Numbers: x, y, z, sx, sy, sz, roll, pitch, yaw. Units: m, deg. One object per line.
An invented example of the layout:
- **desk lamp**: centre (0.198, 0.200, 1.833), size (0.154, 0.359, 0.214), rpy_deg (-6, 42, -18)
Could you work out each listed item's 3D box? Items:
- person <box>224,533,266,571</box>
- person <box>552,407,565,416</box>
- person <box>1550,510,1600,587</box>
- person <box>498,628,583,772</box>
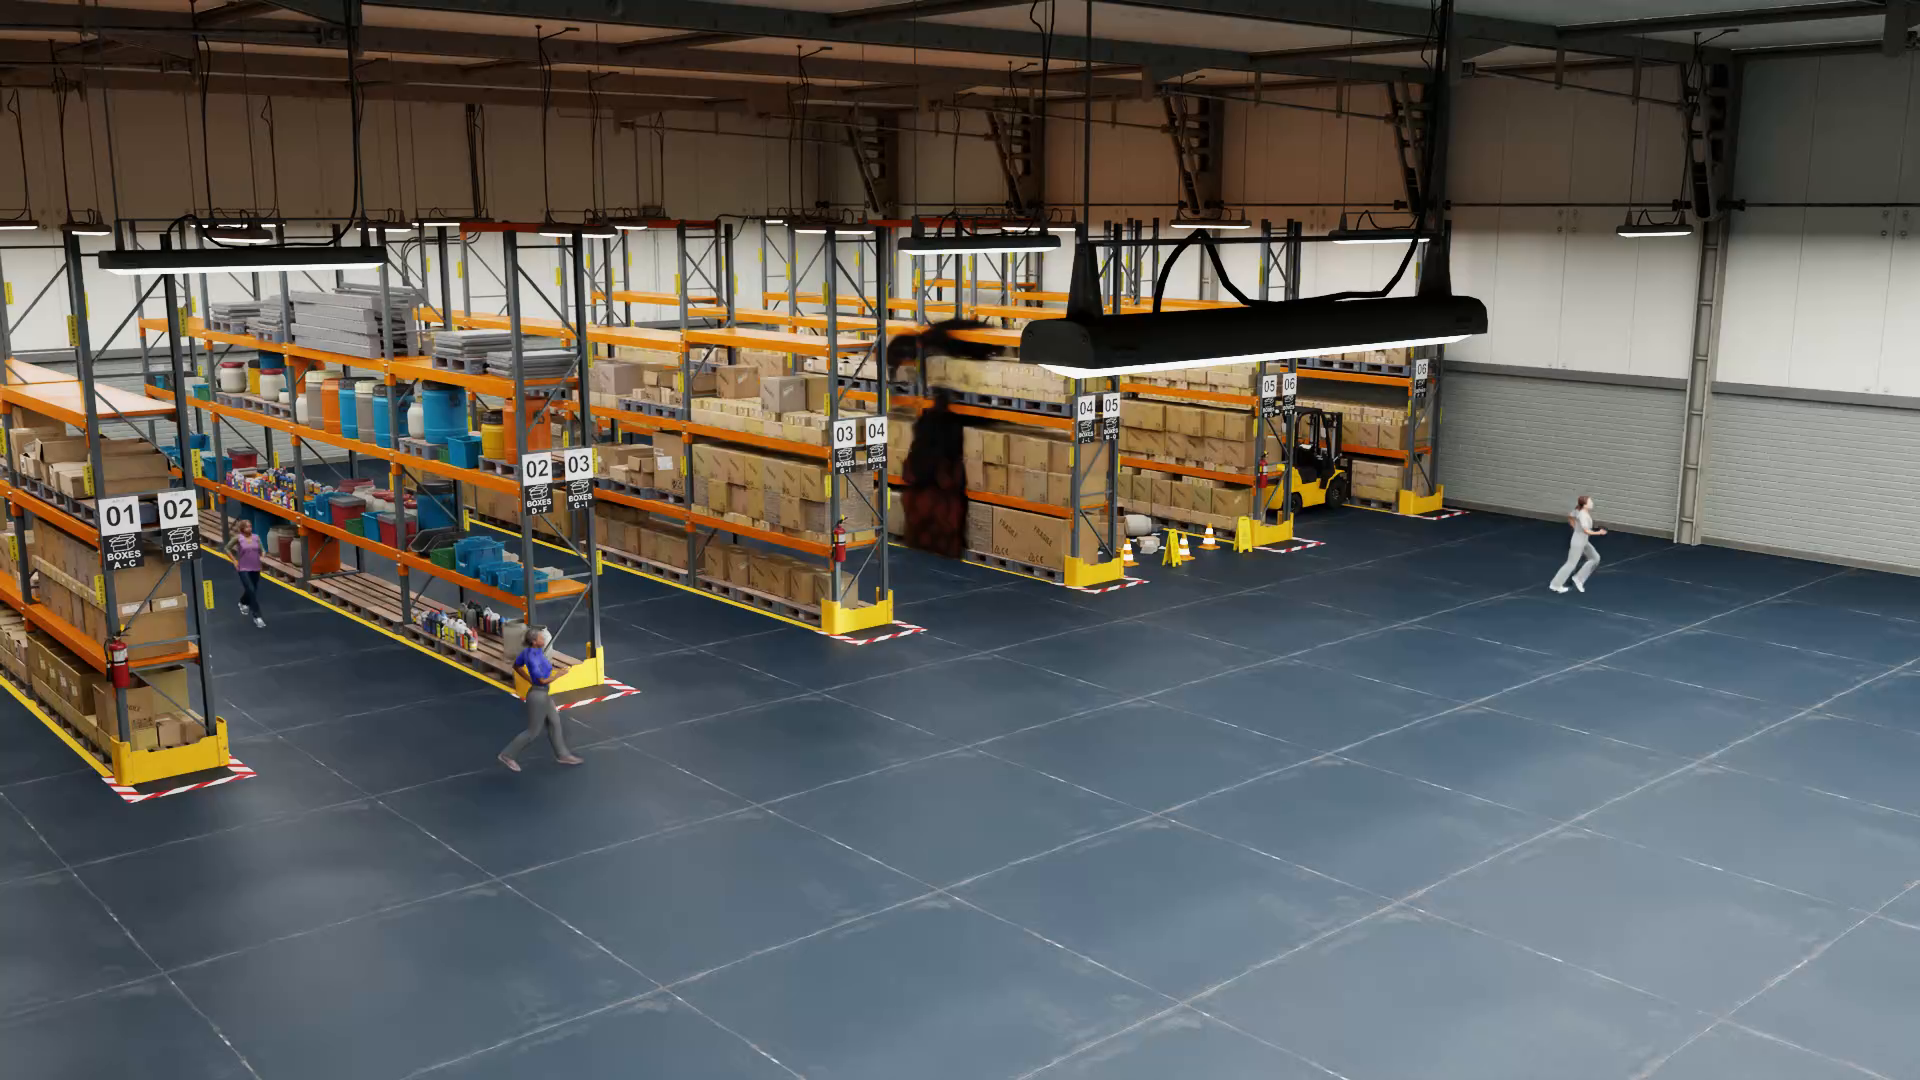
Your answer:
- **person**: centre (-10.876, 0.181, 25.363), size (0.412, 0.574, 0.539), rpy_deg (10, 15, 40)
- **person**: centre (-9.680, -2.414, 39.692), size (0.675, 1.689, 0.888), rpy_deg (5, 12, 23)
- **person**: centre (10.137, 0.136, 27.325), size (0.739, 1.313, 0.527), rpy_deg (5, 12, 21)
- **person**: centre (-4.744, 1.788, 18.709), size (0.932, 1.641, 0.583), rpy_deg (-4, 12, -17)
